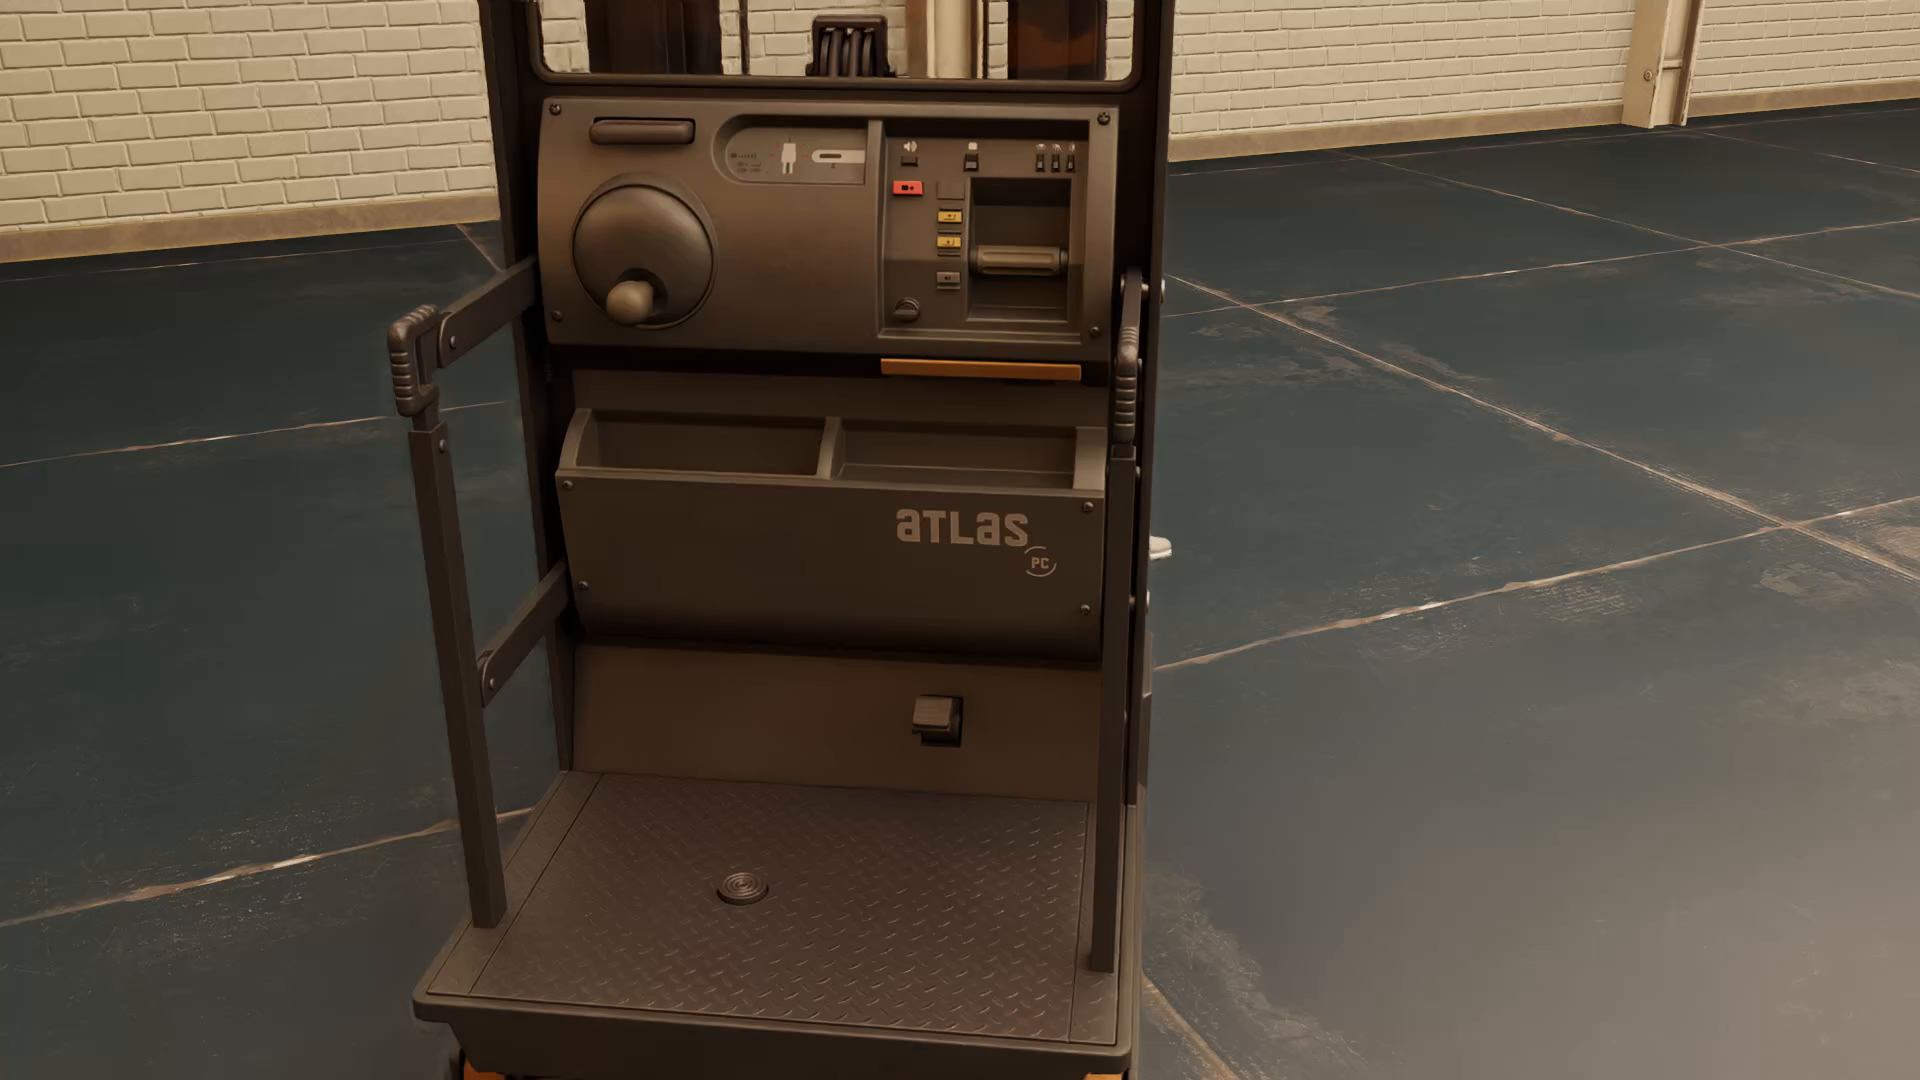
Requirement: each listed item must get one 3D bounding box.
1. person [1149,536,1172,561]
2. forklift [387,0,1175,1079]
[{"bbox_3d":[-0.106,-0.634,4.883,1.490,1.376,0.752,8,24,19],"label":"person"},{"bbox_3d":[-0.239,-0.487,2.458,1.130,2.935,3.031,3,23,6],"label":"forklift"}]
